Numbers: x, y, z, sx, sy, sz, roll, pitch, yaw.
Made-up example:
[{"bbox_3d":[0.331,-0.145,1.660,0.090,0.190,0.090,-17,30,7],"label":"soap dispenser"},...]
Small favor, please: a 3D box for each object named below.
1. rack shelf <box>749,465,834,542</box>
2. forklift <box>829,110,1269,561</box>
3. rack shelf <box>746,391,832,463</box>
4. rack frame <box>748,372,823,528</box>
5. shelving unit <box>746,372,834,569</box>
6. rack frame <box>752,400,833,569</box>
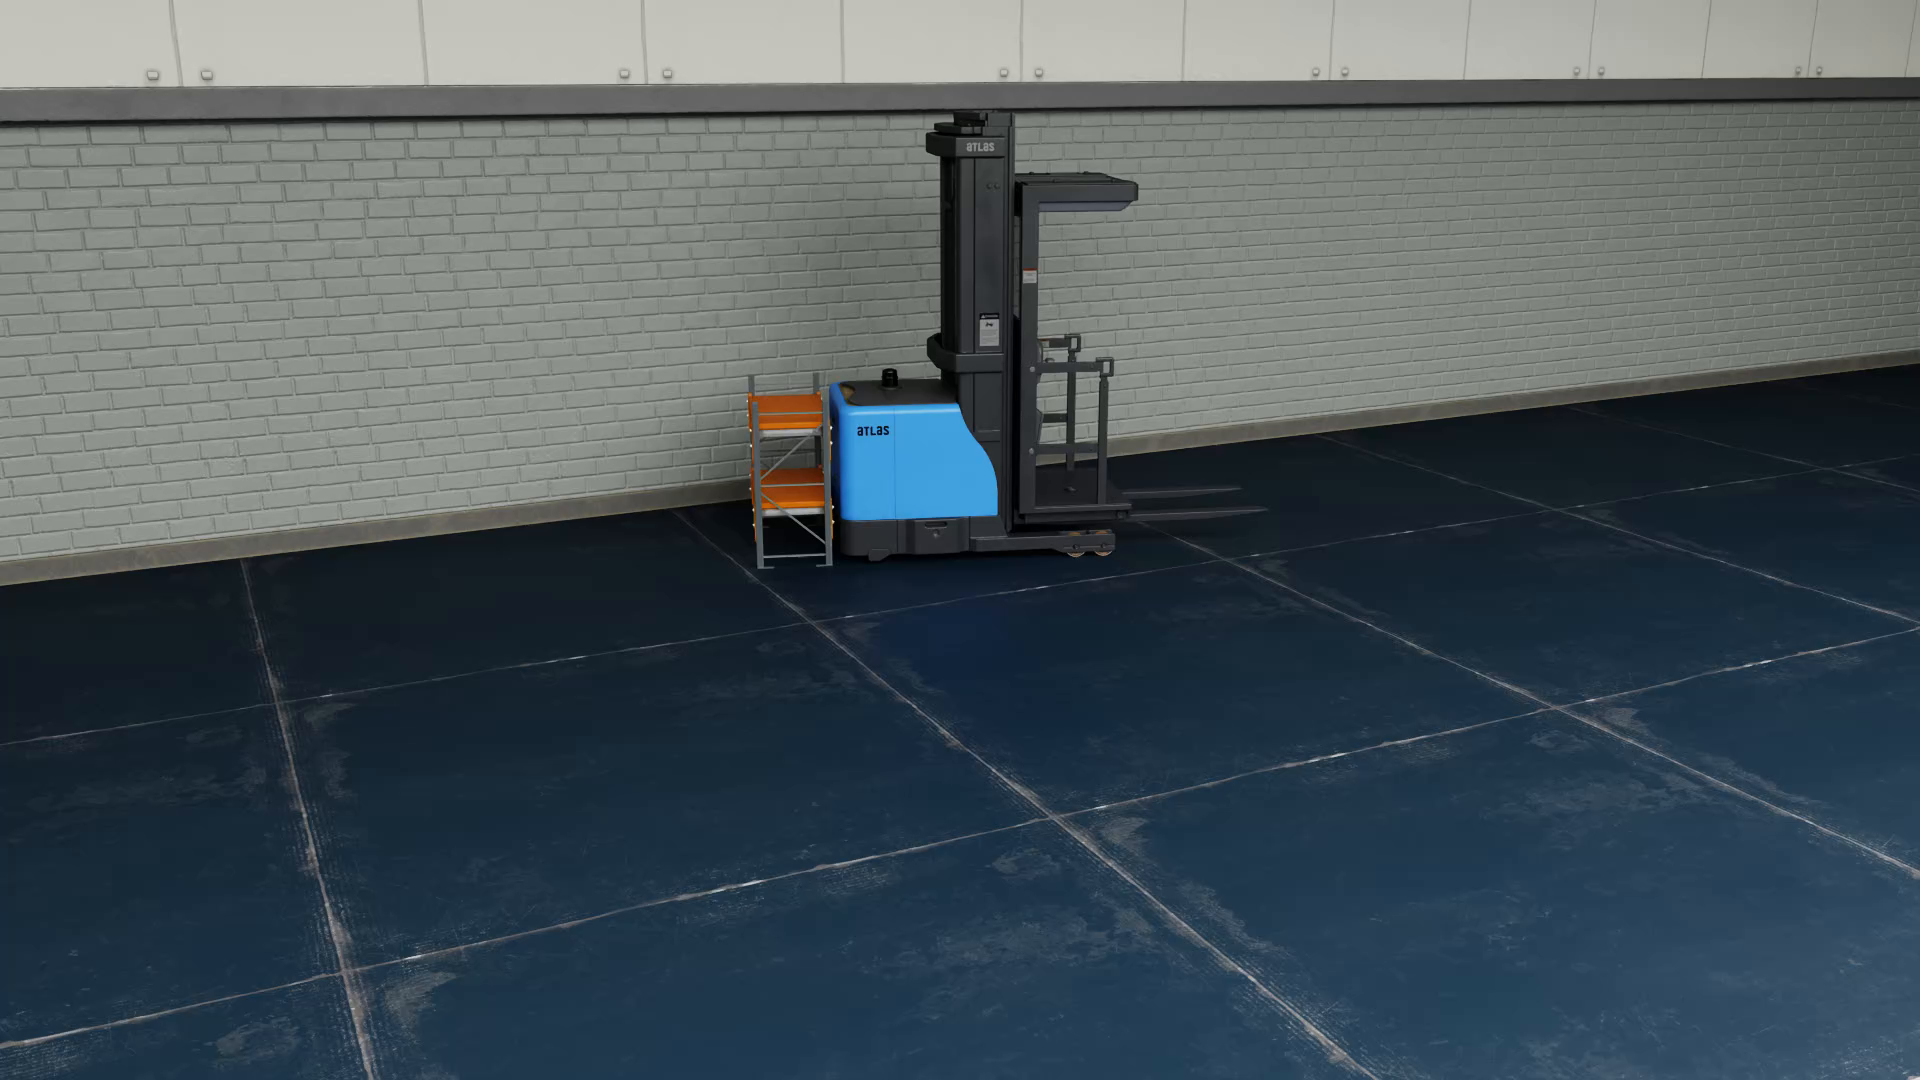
[{"bbox_3d":[-1.177,-0.265,11.522,0.538,0.278,1.000,-2,16,-8],"label":"rack shelf"},{"bbox_3d":[0.623,-1.435,11.438,3.031,2.935,1.130,-2,16,-8],"label":"forklift"},{"bbox_3d":[-1.177,-0.782,11.374,0.538,0.278,1.000,-2,16,-8],"label":"rack shelf"},{"bbox_3d":[-1.250,-0.639,11.938,0.500,1.125,0.032,-2,16,-8],"label":"rack frame"},{"bbox_3d":[-1.177,-0.500,11.455,0.538,1.125,1.048,-2,16,-8],"label":"shelving unit"},{"bbox_3d":[-1.104,-0.361,10.971,0.500,1.125,0.032,-2,16,-8],"label":"rack frame"}]
